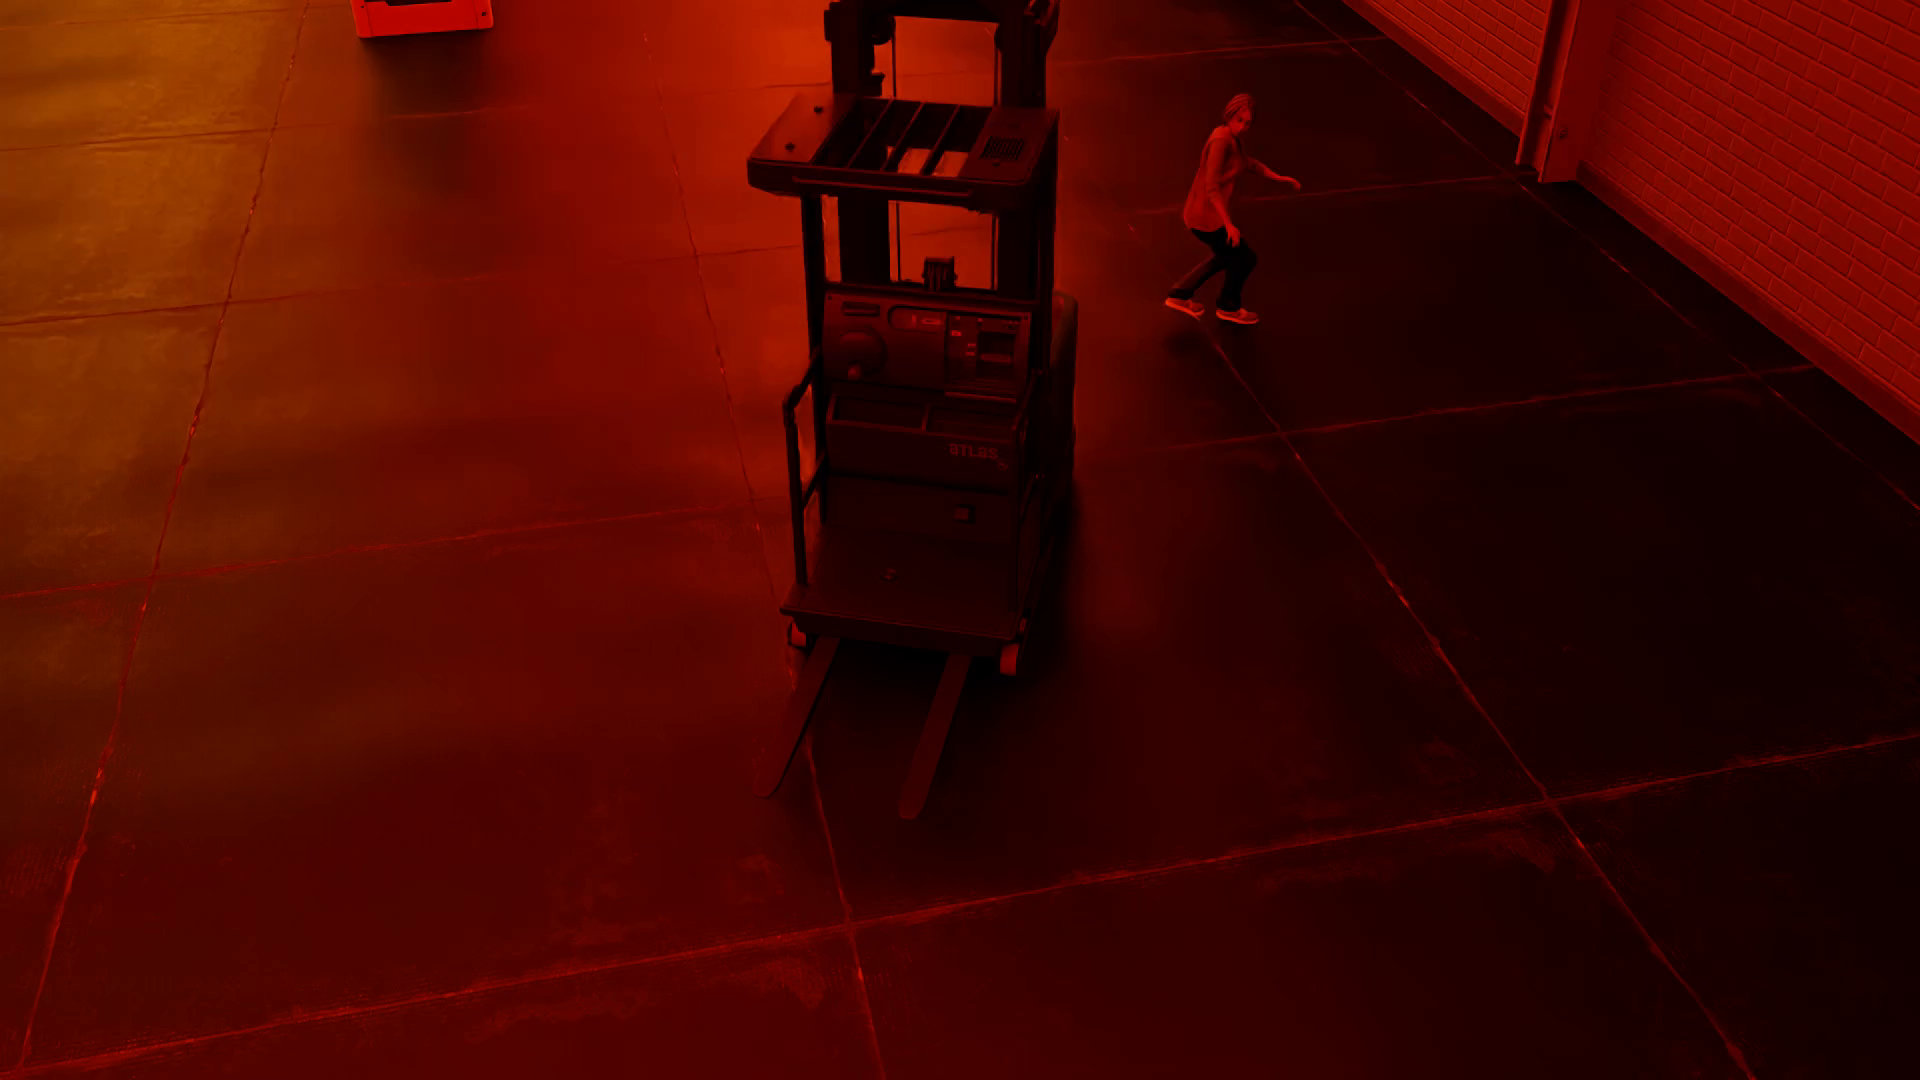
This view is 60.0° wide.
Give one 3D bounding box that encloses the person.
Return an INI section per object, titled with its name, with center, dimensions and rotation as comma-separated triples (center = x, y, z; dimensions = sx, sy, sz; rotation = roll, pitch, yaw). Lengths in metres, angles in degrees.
[person]
center = 1.659, -1.919, 9.981
dimensions = 0.770, 1.474, 0.745
rotation = 1, 36, 2

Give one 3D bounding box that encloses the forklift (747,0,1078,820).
[forklift]
center = -0.192, -0.799, 7.160
dimensions = 1.130, 2.935, 3.031
rotation = 7, 36, 10
